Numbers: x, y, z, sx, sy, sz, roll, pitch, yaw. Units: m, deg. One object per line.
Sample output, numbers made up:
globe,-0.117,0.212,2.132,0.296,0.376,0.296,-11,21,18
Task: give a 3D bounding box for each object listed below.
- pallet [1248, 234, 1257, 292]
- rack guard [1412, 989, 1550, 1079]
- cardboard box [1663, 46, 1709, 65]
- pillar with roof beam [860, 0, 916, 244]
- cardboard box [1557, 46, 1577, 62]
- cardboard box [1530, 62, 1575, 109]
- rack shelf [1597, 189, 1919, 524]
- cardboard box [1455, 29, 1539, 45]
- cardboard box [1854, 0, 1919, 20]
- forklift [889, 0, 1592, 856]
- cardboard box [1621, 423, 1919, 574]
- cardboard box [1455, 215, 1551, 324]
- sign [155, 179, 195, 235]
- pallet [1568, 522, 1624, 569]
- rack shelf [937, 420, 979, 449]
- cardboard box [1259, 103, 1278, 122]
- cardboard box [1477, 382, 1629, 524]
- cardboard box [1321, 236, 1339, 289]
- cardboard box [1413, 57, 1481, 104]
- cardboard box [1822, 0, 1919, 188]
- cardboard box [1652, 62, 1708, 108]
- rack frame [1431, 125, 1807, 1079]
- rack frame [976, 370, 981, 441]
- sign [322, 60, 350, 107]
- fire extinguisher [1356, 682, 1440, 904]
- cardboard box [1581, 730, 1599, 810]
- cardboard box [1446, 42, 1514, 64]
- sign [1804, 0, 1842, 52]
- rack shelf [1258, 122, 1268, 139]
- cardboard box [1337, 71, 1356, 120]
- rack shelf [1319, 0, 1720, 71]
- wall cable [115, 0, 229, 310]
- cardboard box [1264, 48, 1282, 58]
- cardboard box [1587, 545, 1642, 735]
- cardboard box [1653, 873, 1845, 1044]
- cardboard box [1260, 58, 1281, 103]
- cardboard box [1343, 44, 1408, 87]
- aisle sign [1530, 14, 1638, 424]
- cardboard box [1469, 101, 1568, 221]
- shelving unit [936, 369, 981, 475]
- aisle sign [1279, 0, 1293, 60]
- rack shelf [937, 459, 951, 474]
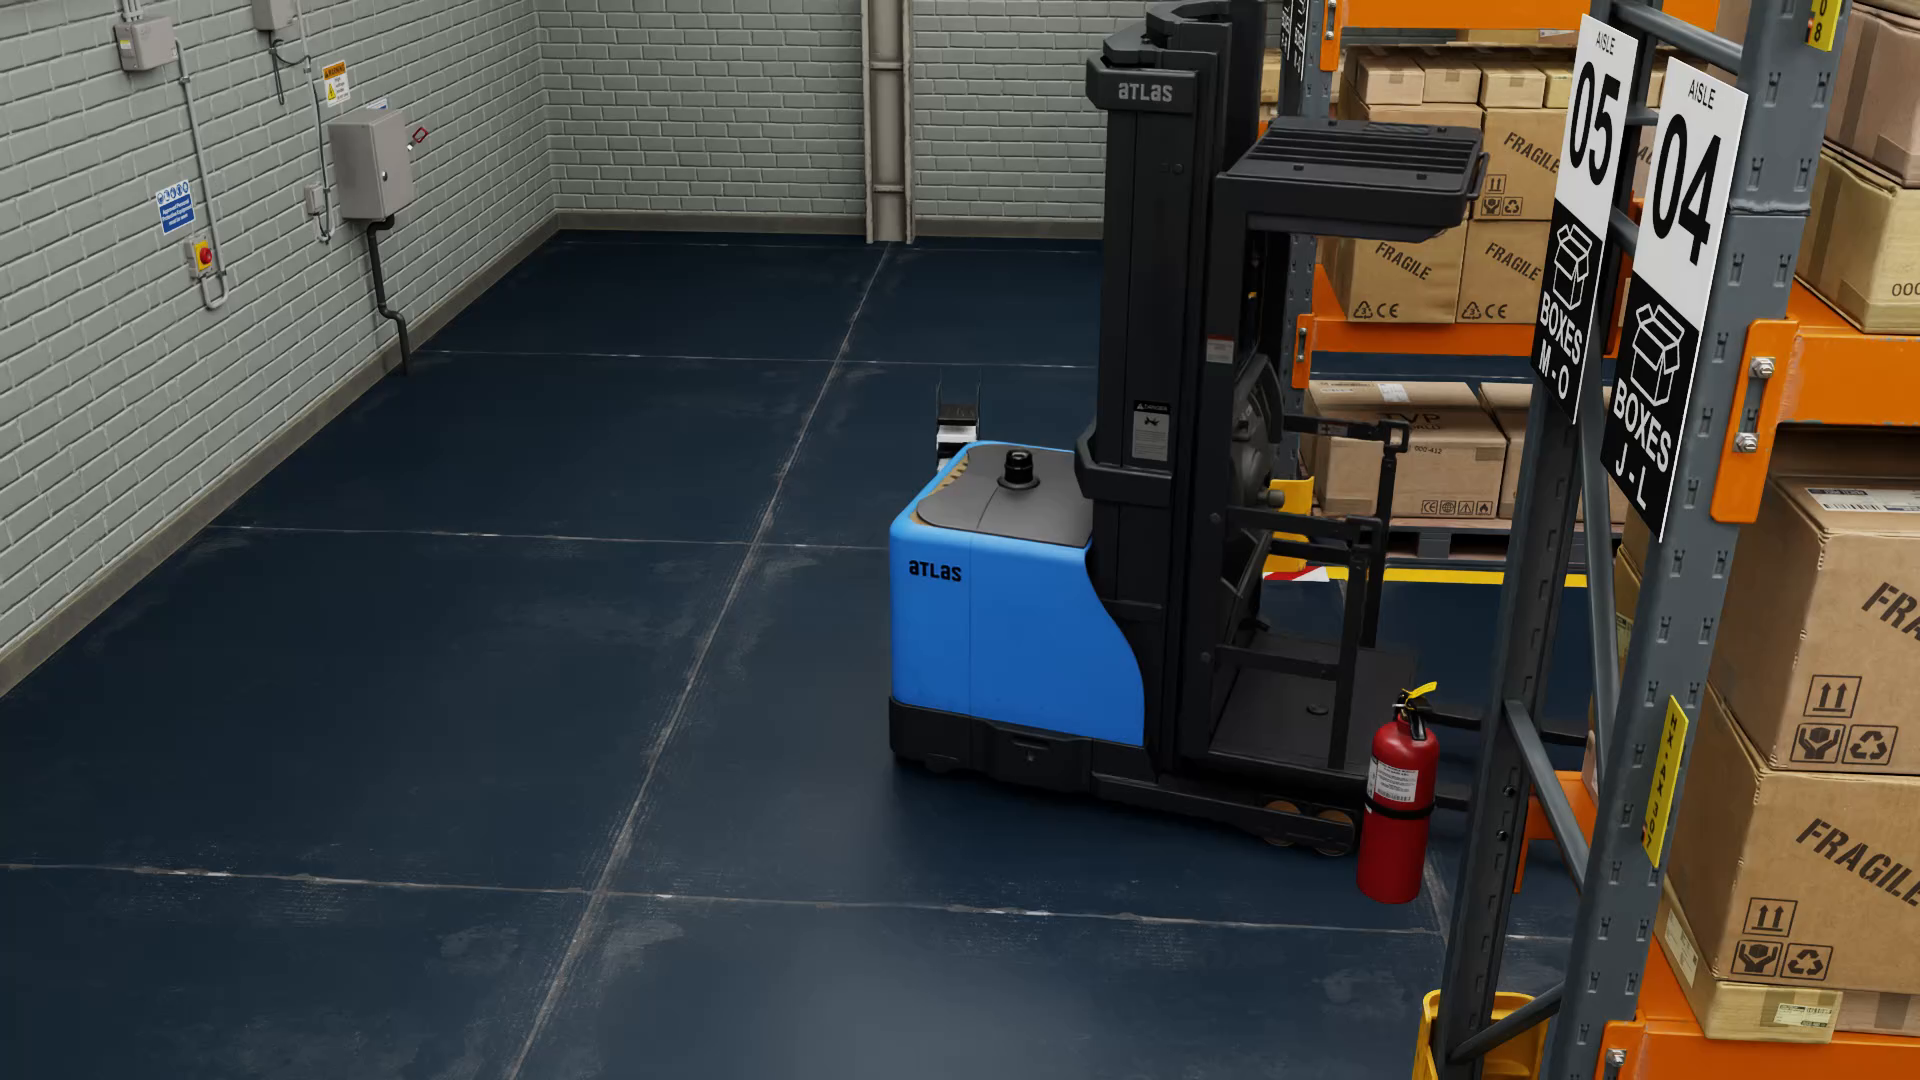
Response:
pallet,2.893,-2.218,13.318,1.213,0.211,1.003,2,25,4
rack guard,1.443,1.761,4.325,0.348,0.500,1.175,2,25,4
cardboard box,3.556,-2.276,8.015,0.250,0.149,0.380,3,25,6
pillar with roof beam,-0.927,-4.905,8.646,0.400,9.000,9.100,2,25,4
cardboard box,3.041,-2.275,8.015,0.250,0.149,0.380,2,25,4
cardboard box,2.759,-2.075,7.580,0.250,0.149,0.380,1,25,2
rack shelf,3.362,-0.349,3.192,4.000,0.370,1.077,2,25,4
cardboard box,3.949,-3.745,12.228,0.500,0.500,0.500,2,25,5
cardboard box,1.673,-0.975,2.796,0.250,0.149,0.380,2,25,4
forklift,1.288,-0.405,6.123,3.031,2.935,1.130,8,26,17
cardboard box,1.843,-0.101,3.710,0.500,0.500,0.500,1,25,3
cardboard box,2.609,-1.349,7.974,0.500,0.500,0.500,1,25,3
sign,-4.043,-1.719,8.574,0.001,0.218,0.327,2,25,4
pallet,3.662,-0.144,8.810,1.213,0.211,1.003,2,25,4
rack shelf,-0.008,-0.542,8.501,0.200,0.077,0.258,2,25,4
cardboard box,2.329,-3.273,12.576,0.250,0.149,0.380,2,25,4
cardboard box,3.225,-0.465,8.735,0.875,0.438,0.875,2,25,5
cardboard box,2.147,-1.584,8.484,0.500,0.500,0.500,2,25,4
cardboard box,2.245,-2.132,7.704,0.250,0.149,0.380,2,25,5
cardboard box,1.795,-0.776,2.841,0.500,0.250,0.500,2,25,5
cardboard box,3.271,-2.063,7.554,0.250,0.149,0.380,2,25,4
rack frame,1.367,0.623,3.808,0.127,3.000,1.000,2,25,4
rack frame,0.093,-0.406,8.555,0.006,0.900,0.240,2,25,4
sign,-3.883,-2.844,10.354,0.001,0.242,0.339,2,25,4
fire extinguisher,1.152,0.627,4.338,0.183,0.674,0.296,2,25,4
cardboard box,1.714,0.630,4.094,0.250,0.149,0.380,2,25,4
cardboard box,2.538,-2.339,8.152,0.250,0.149,0.380,2,25,3
sign,1.326,-0.911,2.507,0.005,0.325,0.100,2,25,4
rack shelf,4.016,-3.122,12.806,4.000,0.370,1.077,2,25,4
cardboard box,2.145,-2.027,8.251,0.500,0.500,0.500,3,25,6
rack shelf,3.640,-2.415,7.683,4.000,0.370,1.077,2,25,4
wall cable,-3.978,-2.090,8.451,0.123,1.953,0.585,2,25,4
cardboard box,2.501,-3.675,12.973,0.500,0.250,0.500,3,25,6
cardboard box,1.835,0.349,3.927,0.500,0.500,0.500,2,25,5
cardboard box,1.665,0.884,3.541,0.250,0.149,0.380,2,25,4
cardboard box,2.454,-3.453,12.489,0.500,0.250,0.500,2,25,4
cardboard box,2.019,-2.310,8.090,0.250,0.149,0.380,2,25,5
aisle sign,1.318,-0.686,3.542,0.004,0.787,0.394,2,25,4
cardboard box,2.618,-1.796,7.748,0.500,0.500,0.500,1,25,3
shelving unit,-0.008,-0.409,8.562,0.210,0.900,0.258,2,25,4
aisle sign,1.598,-2.756,8.041,0.004,0.787,0.394,2,25,4
rack shelf,-0.008,-0.379,8.576,0.200,0.077,0.258,2,25,4
